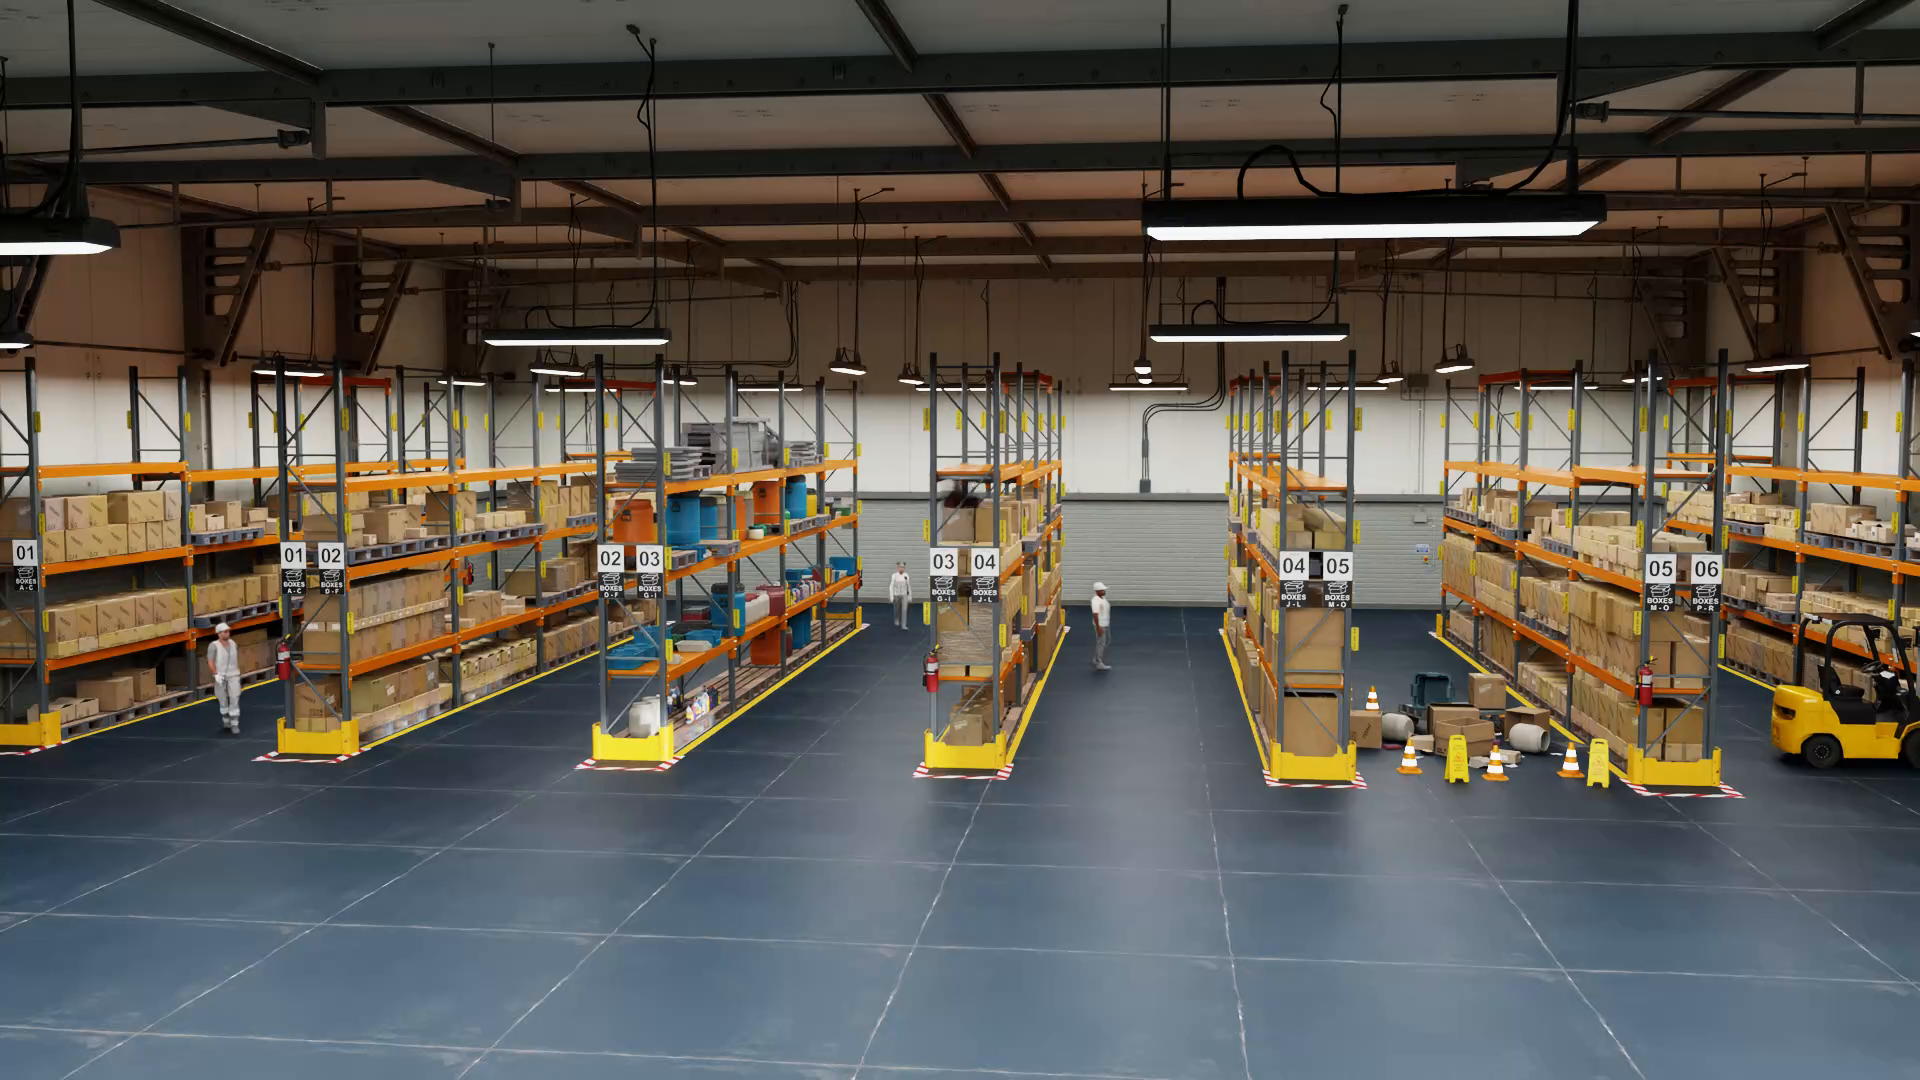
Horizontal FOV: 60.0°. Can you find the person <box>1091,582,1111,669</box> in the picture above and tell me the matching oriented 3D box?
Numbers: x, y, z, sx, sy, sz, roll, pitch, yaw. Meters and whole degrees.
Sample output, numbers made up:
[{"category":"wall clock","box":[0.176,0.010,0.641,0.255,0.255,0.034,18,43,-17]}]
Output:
[{"category":"person","box":[2.868,1.733,33.651,0.428,1.764,0.658,1,4,19]}]

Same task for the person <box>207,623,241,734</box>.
[{"category":"person","box":[-11.816,2.204,26.716,0.503,1.735,0.967,-1,4,-18]}]

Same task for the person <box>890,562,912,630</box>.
[{"category":"person","box":[-1.433,1.332,40.225,0.532,1.637,0.886,0,4,-4]}]
